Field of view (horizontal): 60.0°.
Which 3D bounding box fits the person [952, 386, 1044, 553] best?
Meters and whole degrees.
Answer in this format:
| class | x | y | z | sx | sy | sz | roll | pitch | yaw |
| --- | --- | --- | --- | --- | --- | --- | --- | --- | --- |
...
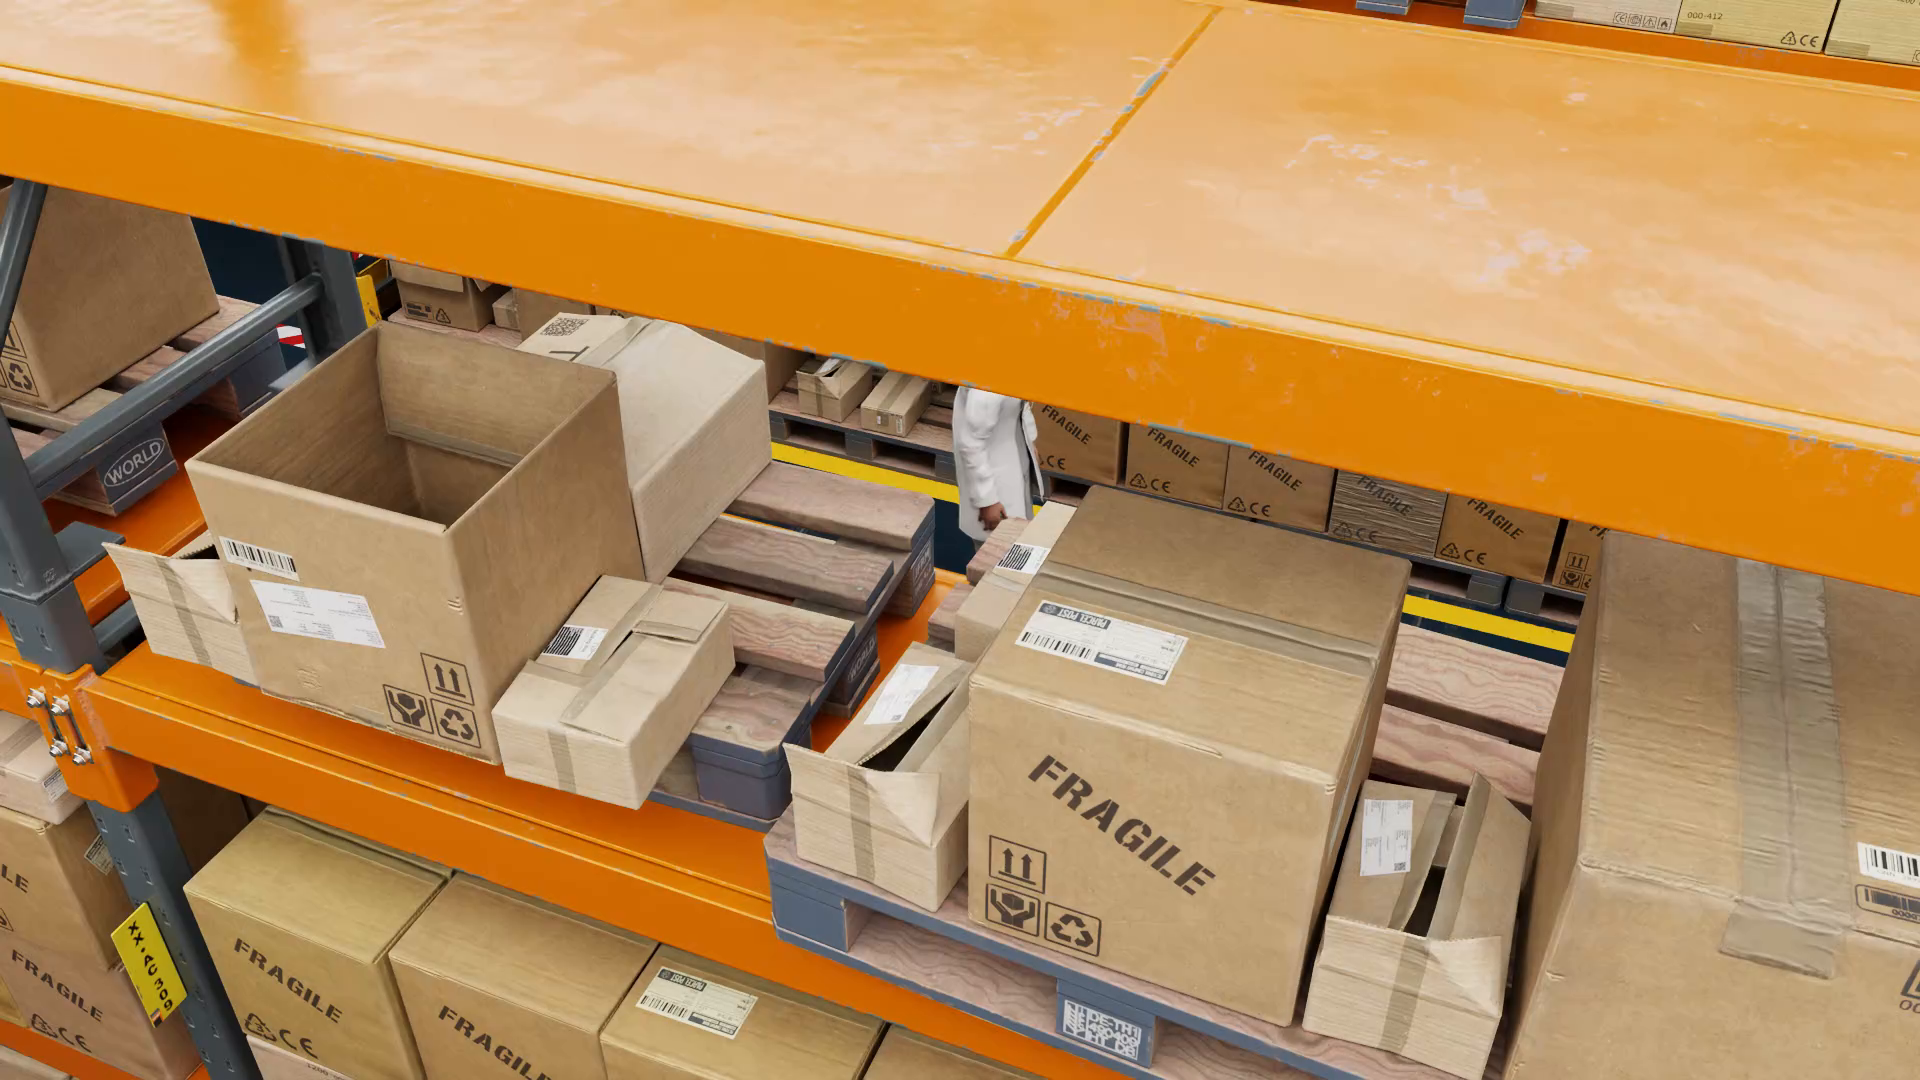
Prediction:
| class | x | y | z | sx | sy | sz | roll | pitch | yaw |
| --- | --- | --- | --- | --- | --- | --- | --- | --- | --- |
| person | 0.187 | -0.300 | 7.232 | 0.421 | 1.774 | 0.648 | 13 | 39 | 16 |
